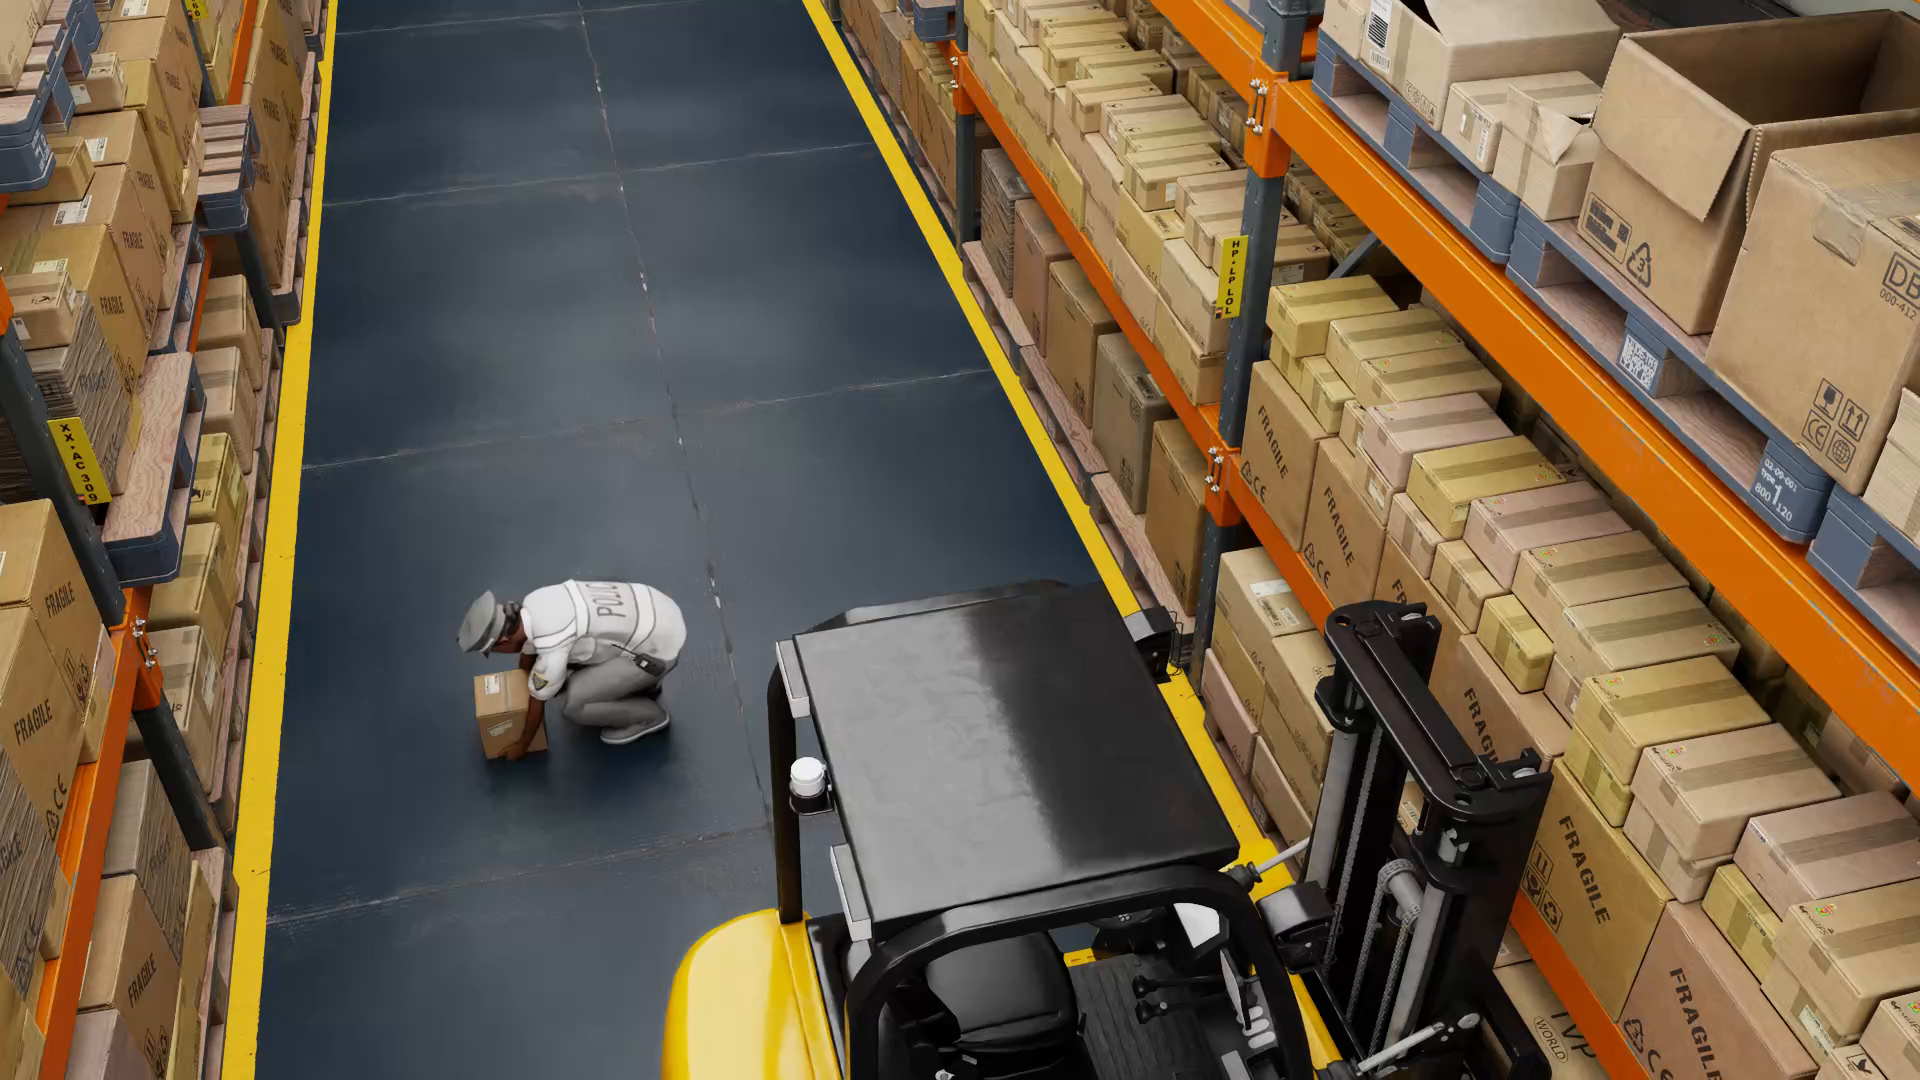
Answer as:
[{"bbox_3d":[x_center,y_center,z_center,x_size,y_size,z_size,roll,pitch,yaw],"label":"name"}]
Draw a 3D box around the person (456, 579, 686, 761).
[{"bbox_3d":[-1.574,0.493,6.864,0.895,0.850,0.474,-10,39,-12],"label":"person"}]
